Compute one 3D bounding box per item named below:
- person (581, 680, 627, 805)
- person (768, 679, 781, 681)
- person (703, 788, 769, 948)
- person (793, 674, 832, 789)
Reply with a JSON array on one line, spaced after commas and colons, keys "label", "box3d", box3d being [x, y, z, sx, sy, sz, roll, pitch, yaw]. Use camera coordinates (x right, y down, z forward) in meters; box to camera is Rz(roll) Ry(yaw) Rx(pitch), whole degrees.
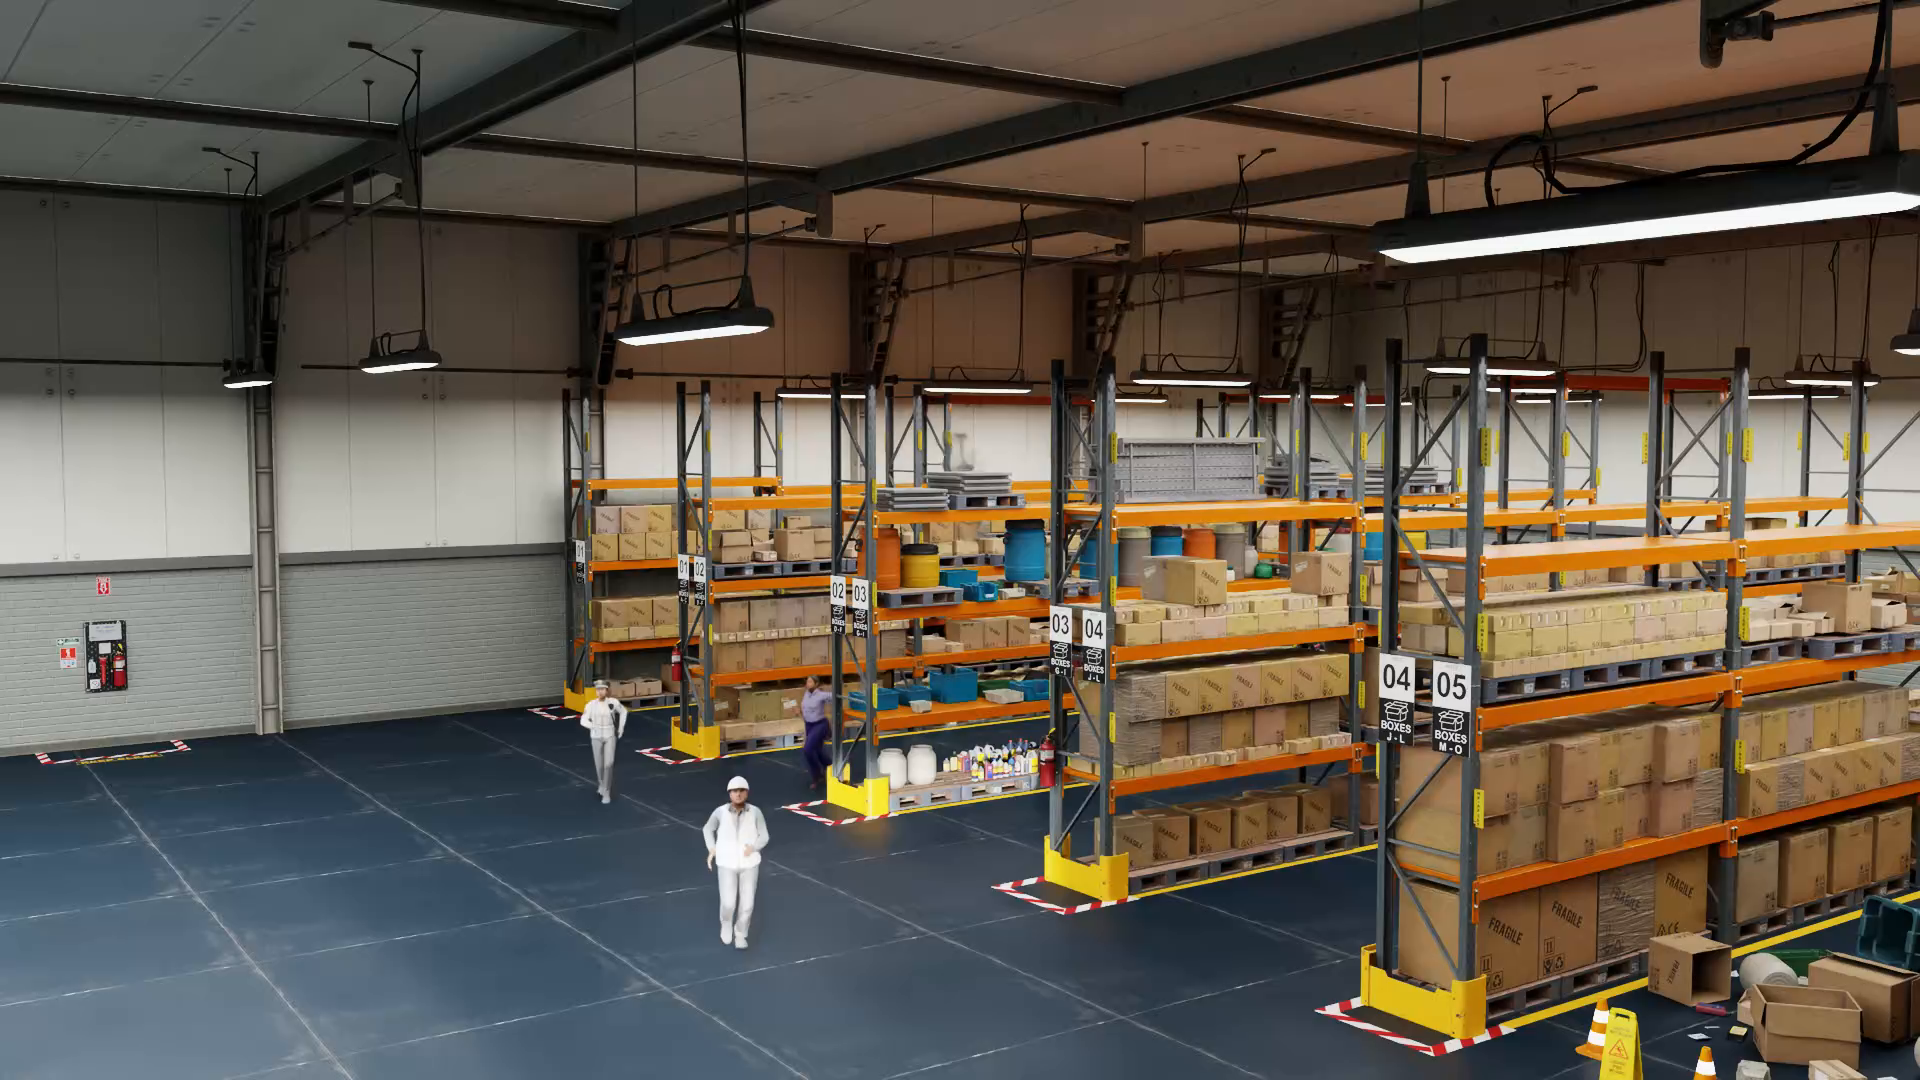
[{"label": "person", "box3d": [-5.027, 2.826, 23.464, 0.616, 1.740, 0.751, 0, 4, -3]}, {"label": "person", "box3d": [-3.336, 2.386, 29.940, 0.647, 1.719, 0.943, 3, 5, 41]}, {"label": "person", "box3d": [-2.217, 3.252, 16.543, 0.645, 1.678, 0.605, -1, 4, -11]}, {"label": "person", "box3d": [-2.094, 2.796, 24.431, 0.758, 1.665, 0.614, -3, 5, -42]}]
